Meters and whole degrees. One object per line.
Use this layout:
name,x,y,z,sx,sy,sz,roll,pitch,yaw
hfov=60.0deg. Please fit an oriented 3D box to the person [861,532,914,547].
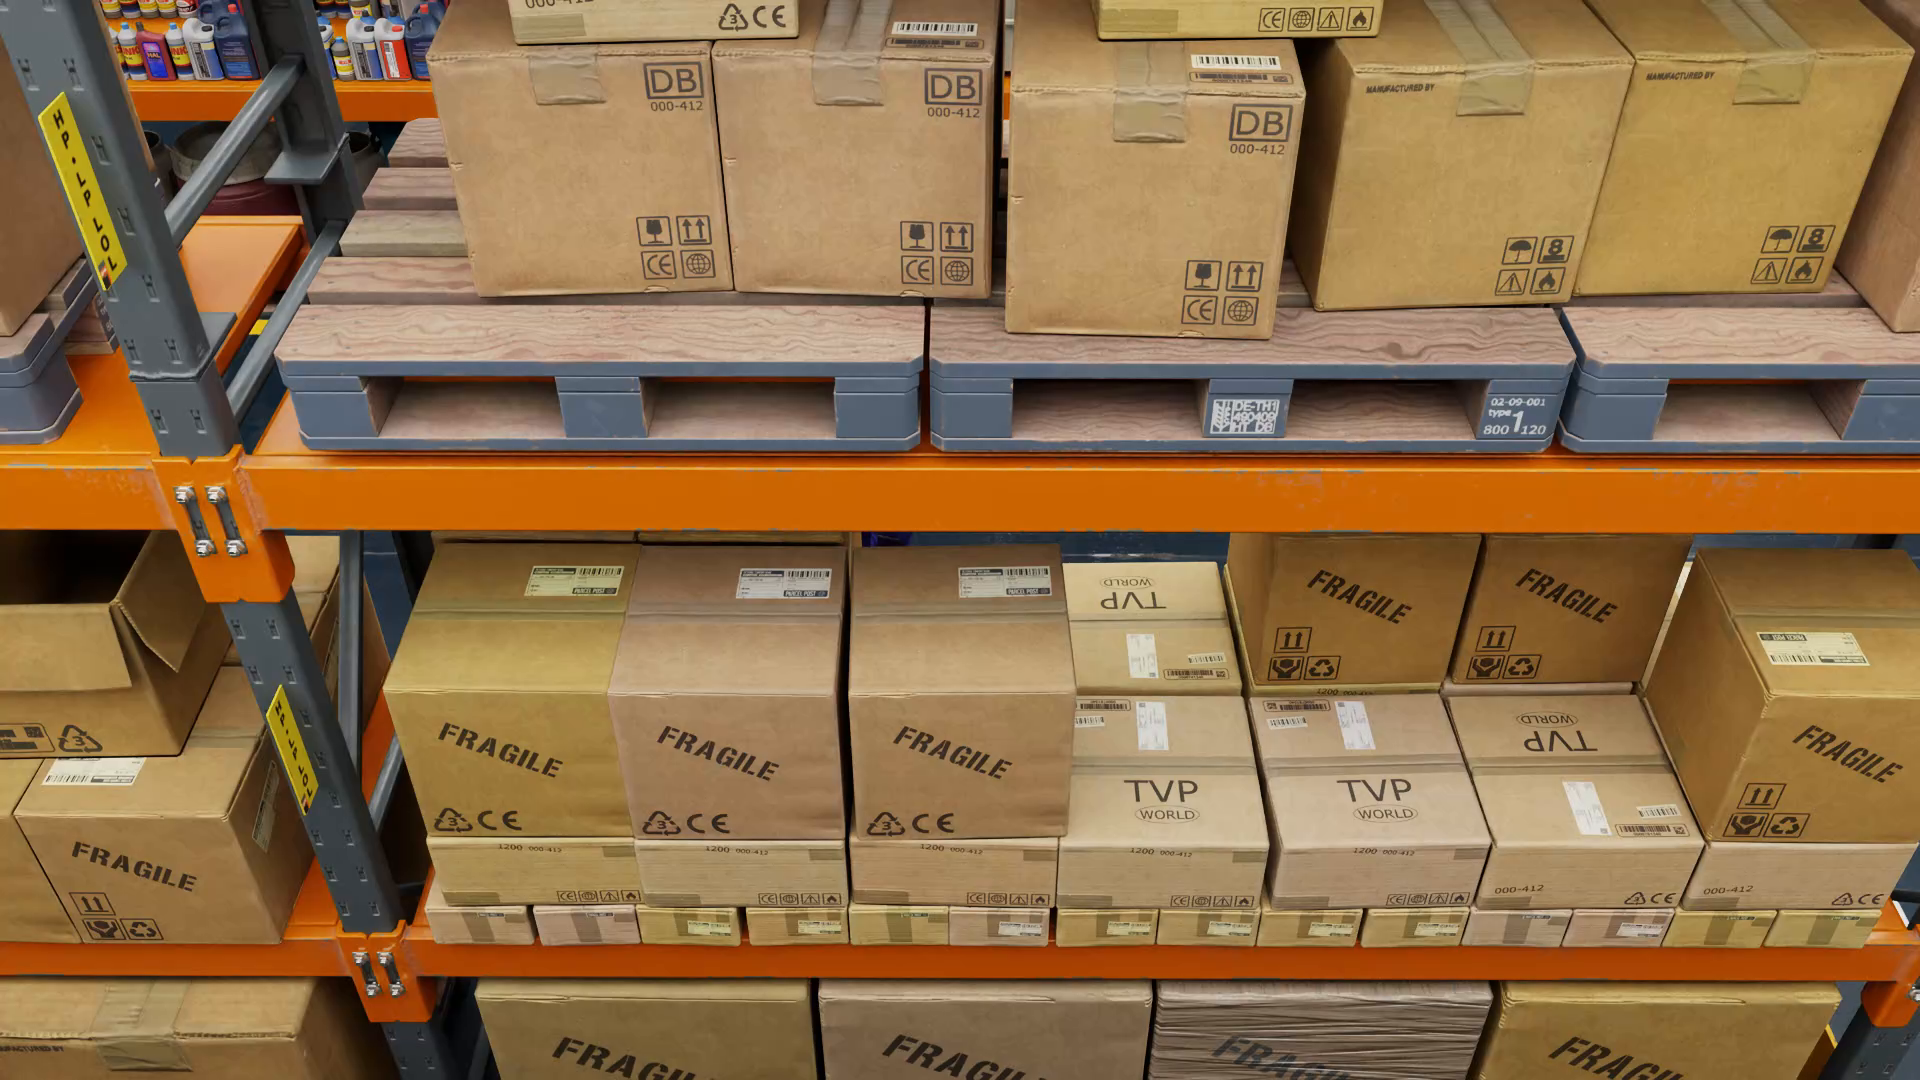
person,-0.263,0.202,5.922,0.302,1.658,0.437,1,40,1
